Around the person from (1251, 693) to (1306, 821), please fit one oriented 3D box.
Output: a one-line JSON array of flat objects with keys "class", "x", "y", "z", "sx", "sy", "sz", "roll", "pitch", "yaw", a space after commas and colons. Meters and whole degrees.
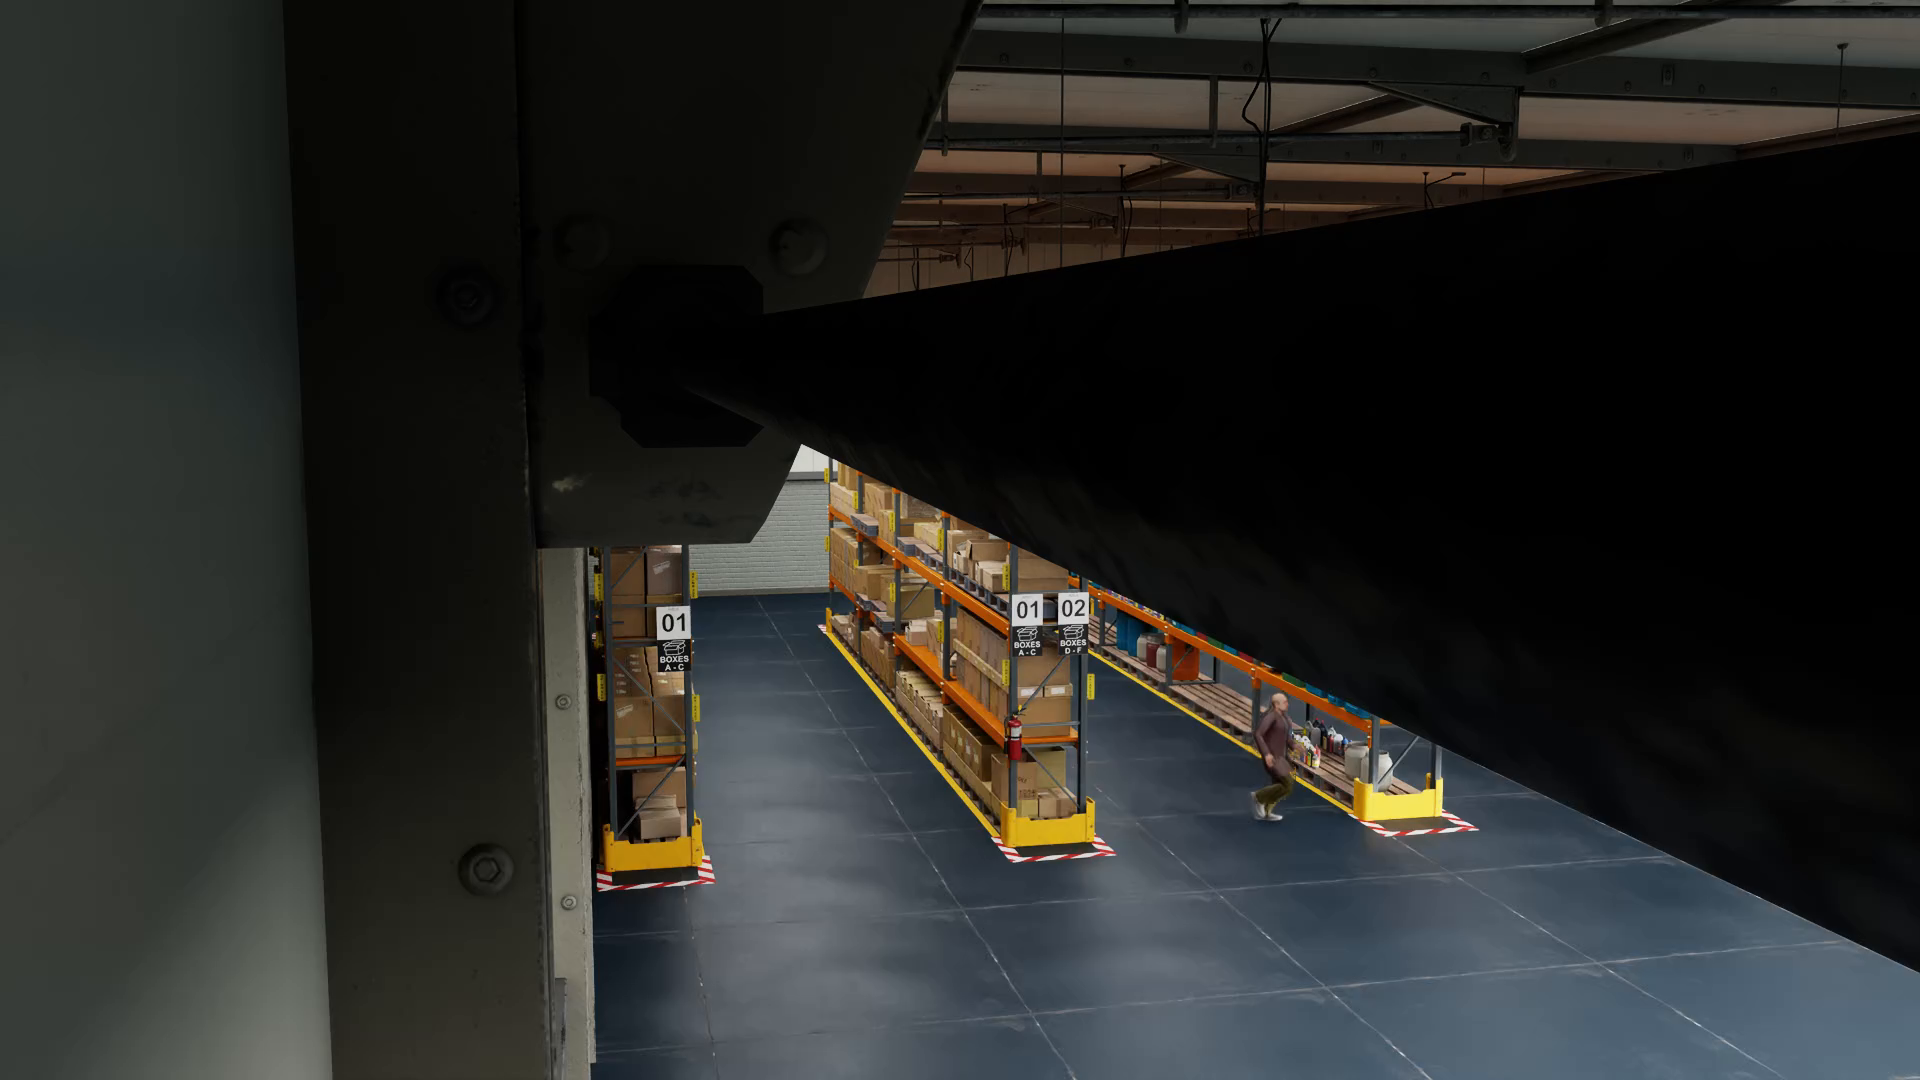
[{"class": "person", "x": 4.199, "y": 2.879, "z": 21.907, "sx": 0.670, "sy": 1.710, "sz": 0.701, "roll": 3, "pitch": 8, "yaw": 27}]
